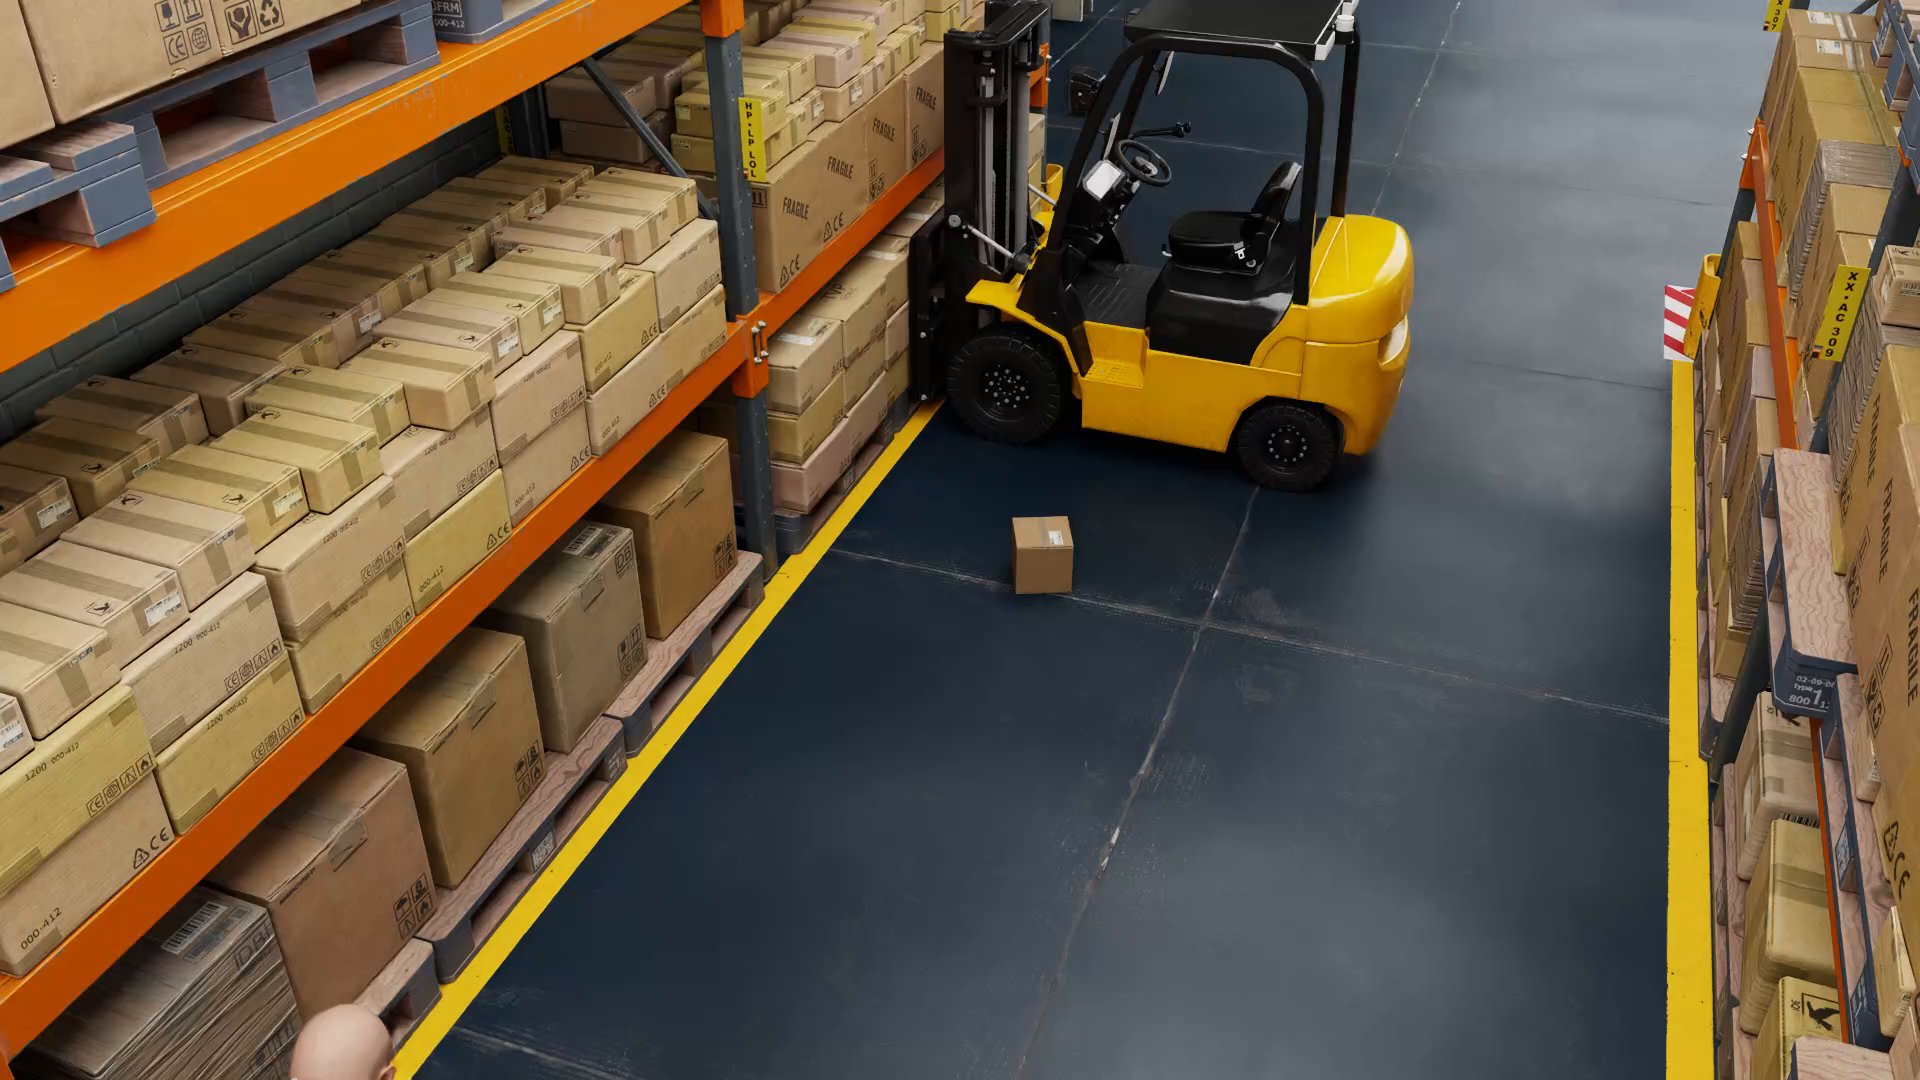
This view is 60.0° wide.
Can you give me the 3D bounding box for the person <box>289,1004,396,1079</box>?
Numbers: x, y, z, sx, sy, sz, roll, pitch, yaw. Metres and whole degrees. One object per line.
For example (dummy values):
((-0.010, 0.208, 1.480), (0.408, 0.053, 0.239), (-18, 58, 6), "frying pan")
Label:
((-1.218, 1.729, 3.462), (0.624, 1.768, 0.923), (11, 35, 17), "person")
